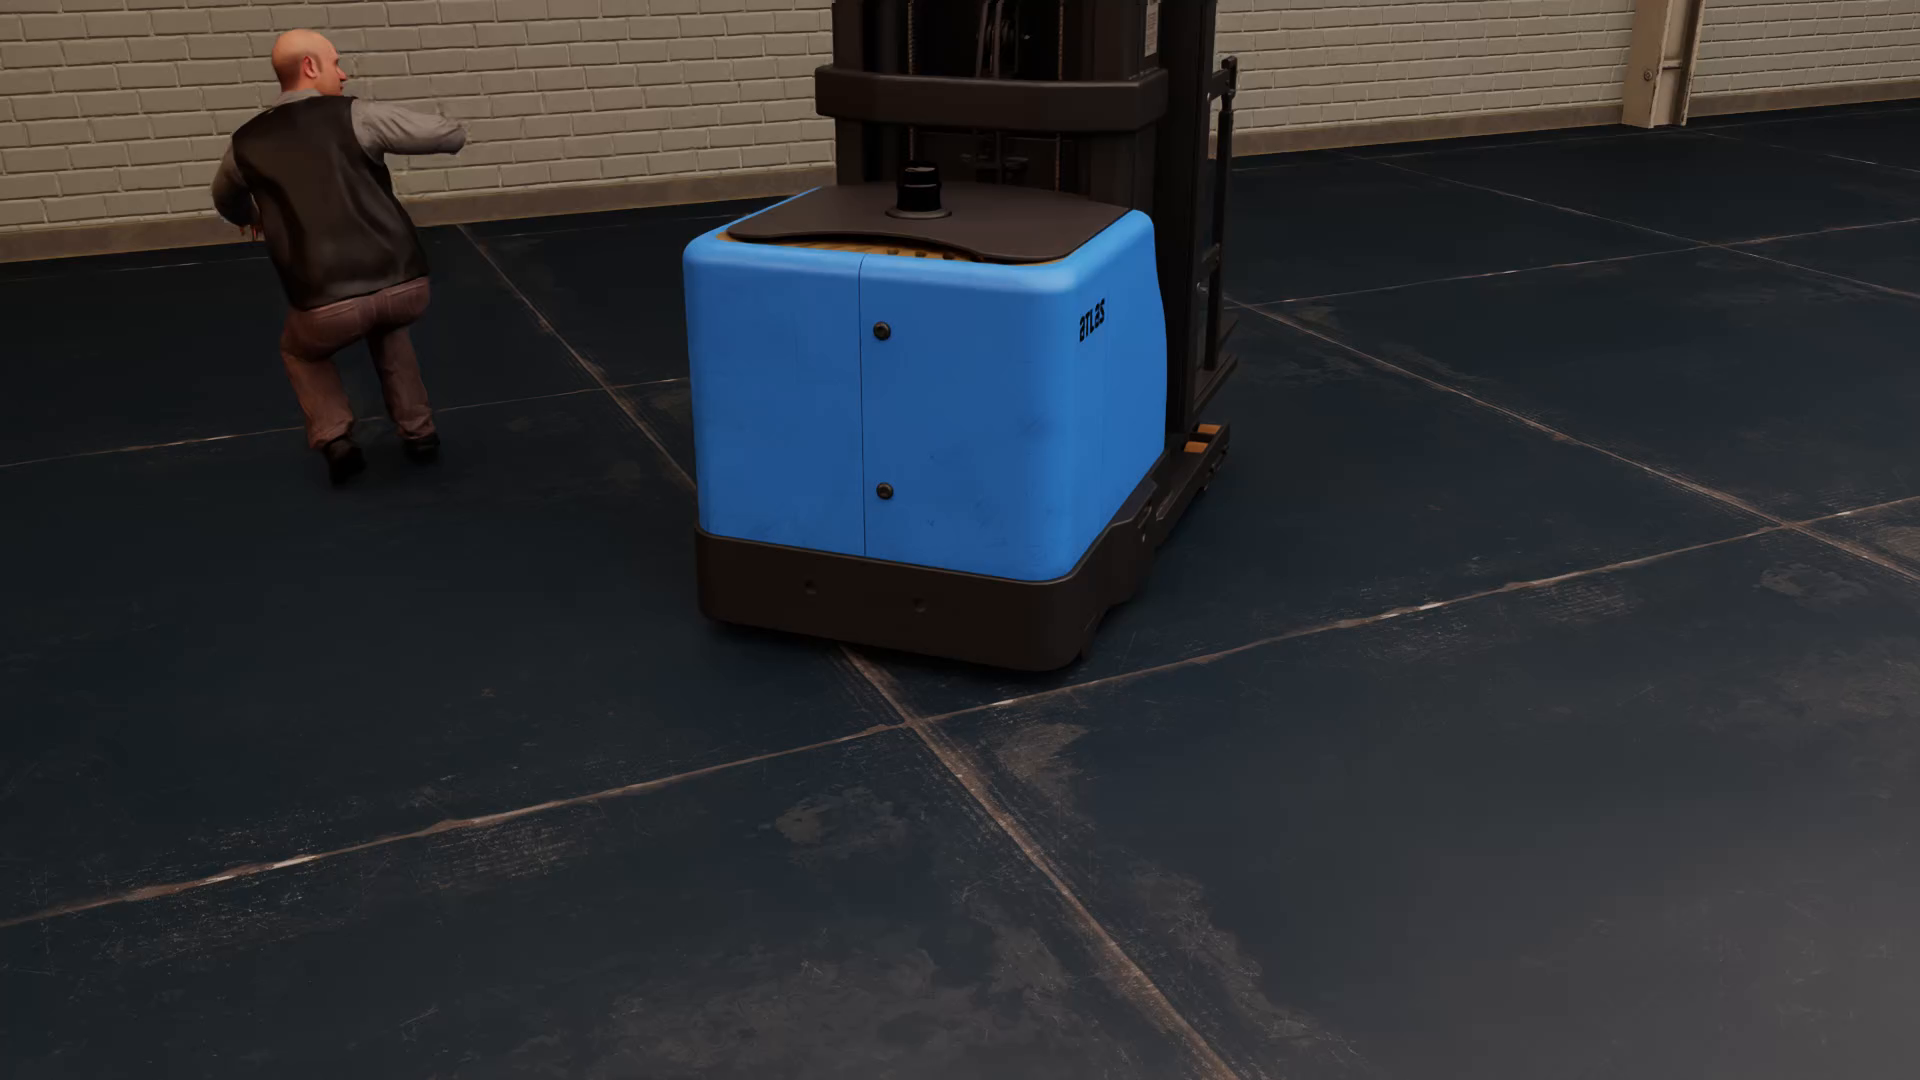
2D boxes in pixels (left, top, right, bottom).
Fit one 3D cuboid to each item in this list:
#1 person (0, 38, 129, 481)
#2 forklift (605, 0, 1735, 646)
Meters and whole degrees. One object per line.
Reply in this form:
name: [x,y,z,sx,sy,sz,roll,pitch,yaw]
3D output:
person: [-3.137,-1.042,5.373,0.555,1.725,0.375,1,23,2]
forklift: [0.595,-1.298,4.410,3.031,2.935,1.130,6,23,13]
